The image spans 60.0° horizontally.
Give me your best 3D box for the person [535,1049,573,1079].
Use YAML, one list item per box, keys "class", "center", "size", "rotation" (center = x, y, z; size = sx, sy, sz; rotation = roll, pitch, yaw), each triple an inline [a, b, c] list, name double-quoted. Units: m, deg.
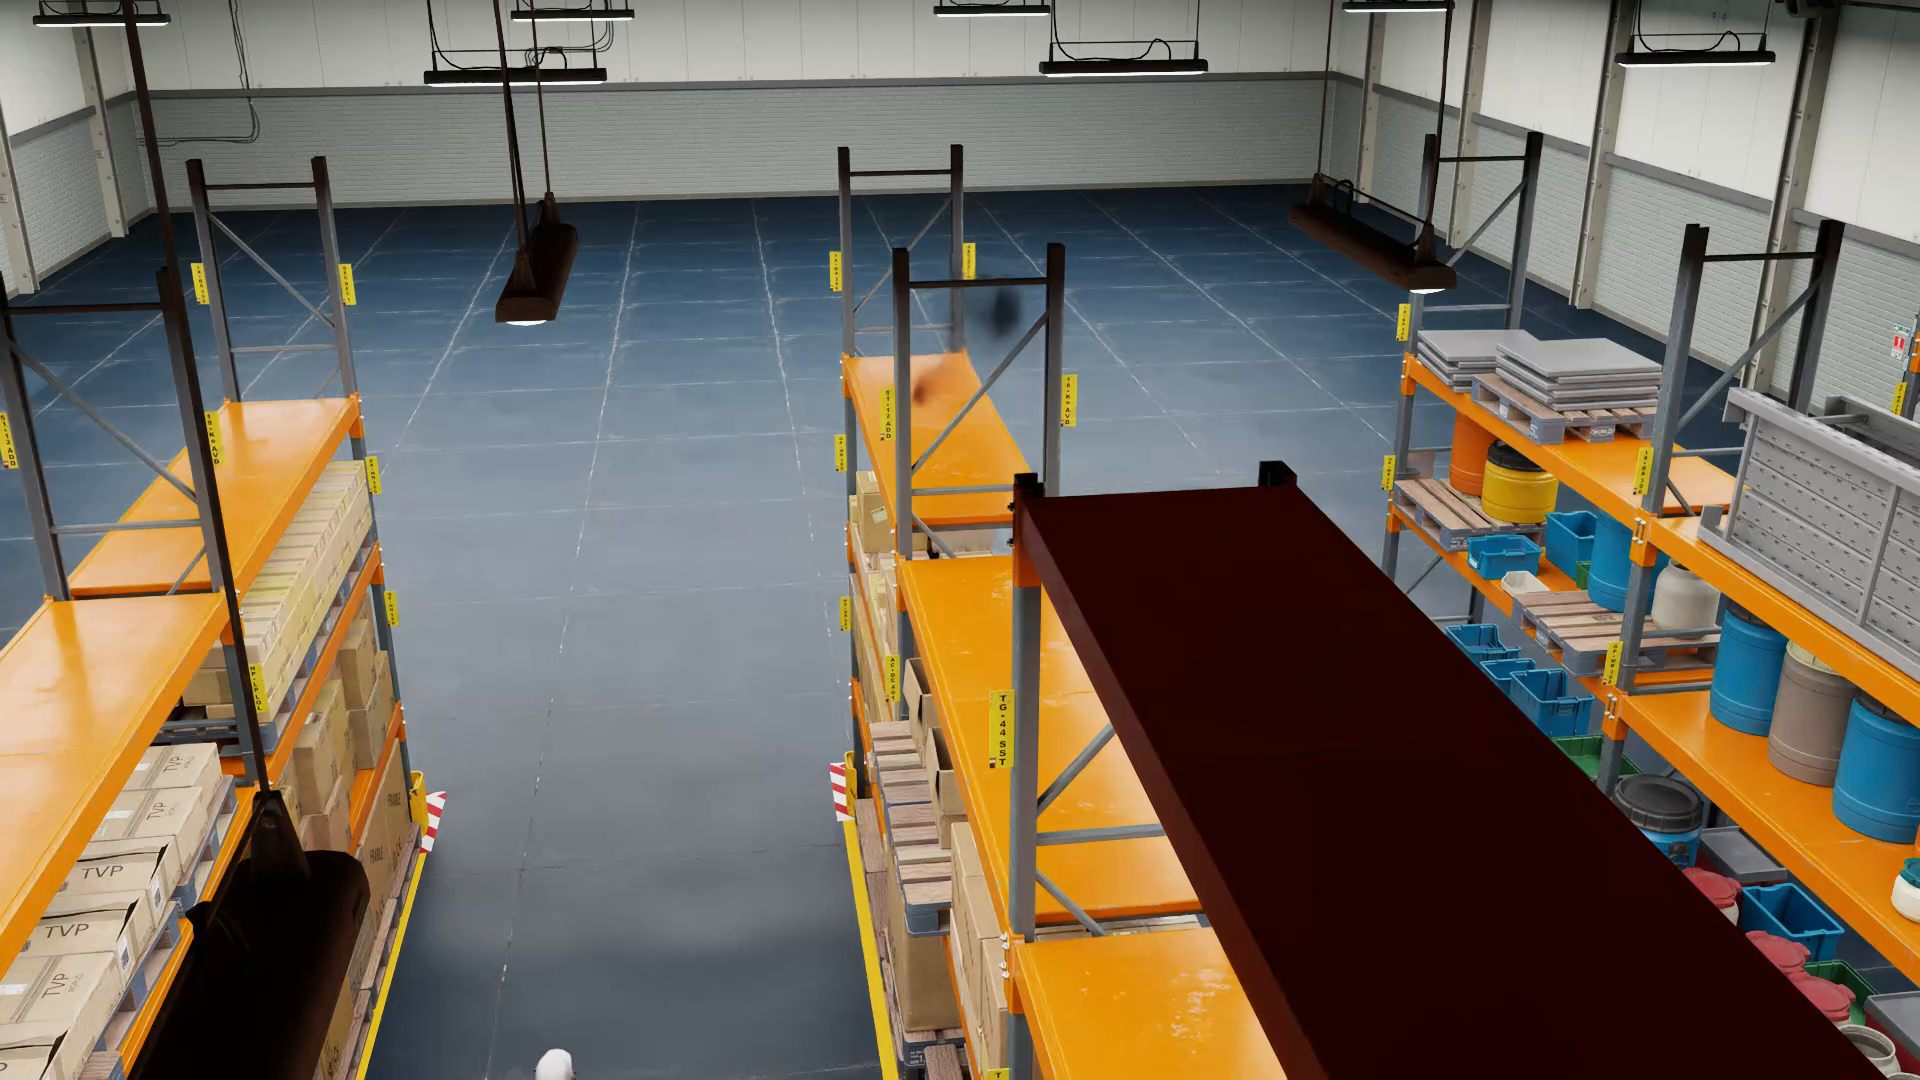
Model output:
- class: "person"
  center: [-2.337, 3.770, 9.767]
  size: [0.672, 1.749, 0.640]
  rotation: [-6, 22, -15]
